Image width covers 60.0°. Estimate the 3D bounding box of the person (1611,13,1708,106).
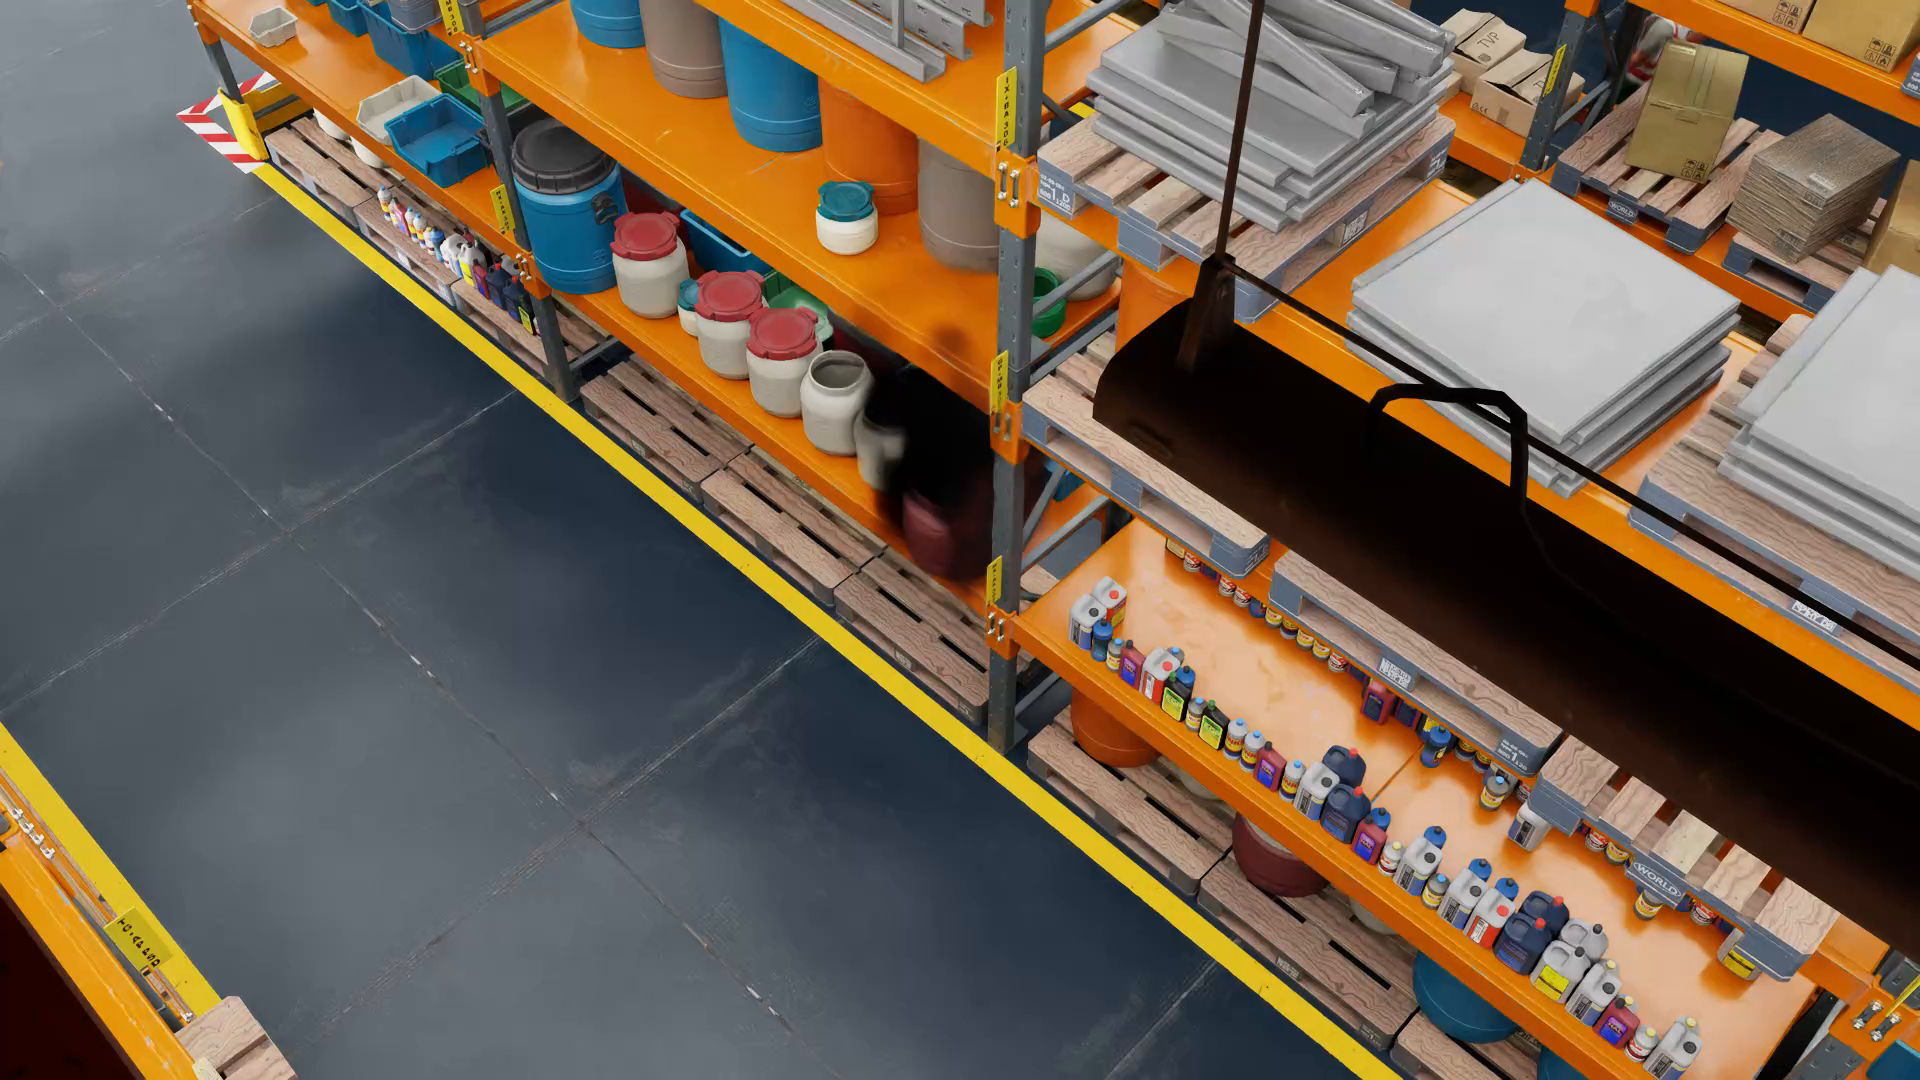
[{"bbox_3d":[4.958,-3.429,12.110,0.603,1.739,0.664,34,58,25],"label":"person"}]
